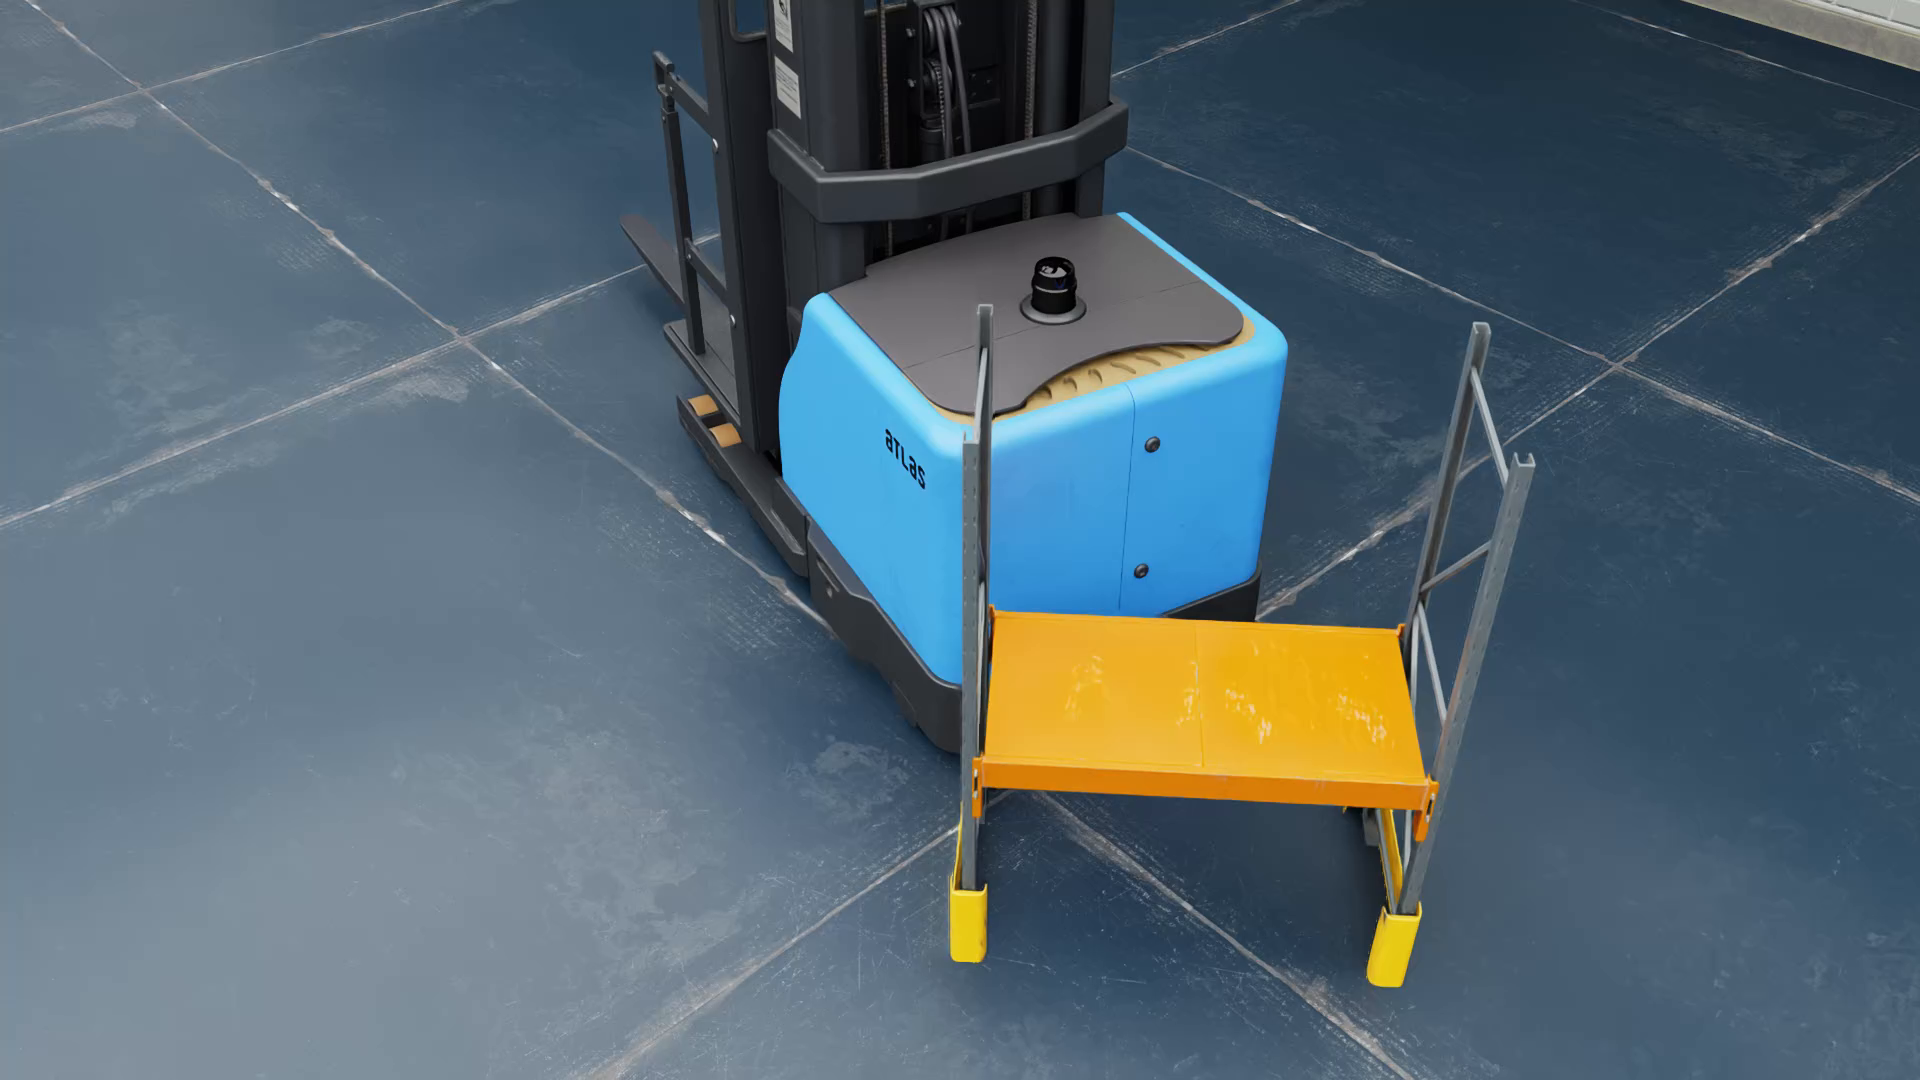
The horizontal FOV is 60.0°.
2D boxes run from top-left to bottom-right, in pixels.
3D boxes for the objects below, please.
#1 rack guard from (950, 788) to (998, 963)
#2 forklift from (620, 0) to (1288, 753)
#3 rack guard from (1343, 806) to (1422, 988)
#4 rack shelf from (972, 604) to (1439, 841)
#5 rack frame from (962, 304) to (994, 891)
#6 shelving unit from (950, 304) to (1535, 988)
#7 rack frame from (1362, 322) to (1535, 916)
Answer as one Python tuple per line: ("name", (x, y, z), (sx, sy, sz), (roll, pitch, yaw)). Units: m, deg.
("rack guard", (0.038, 0.733, 4.143), (0.087, 0.250, 0.587), (3, 39, 3))
("forklift", (-0.298, -1.484, 4.755), (1.130, 2.935, 3.031), (-19, 43, -22))
("rack guard", (1.032, 0.778, 4.088), (0.087, 0.250, 0.587), (3, 39, 3))
("rack shelf", (0.544, 0.410, 3.835), (1.000, 0.185, 0.538), (3, 39, 3))
("rack frame", (0.037, 0.247, 3.750), (0.032, 1.500, 0.500), (3, 39, 3))
("shelving unit", (0.535, 0.269, 3.723), (1.083, 1.500, 0.587), (3, 39, 3))
("rack frame", (1.051, 0.293, 3.694), (0.032, 1.500, 0.500), (3, 39, 3))
